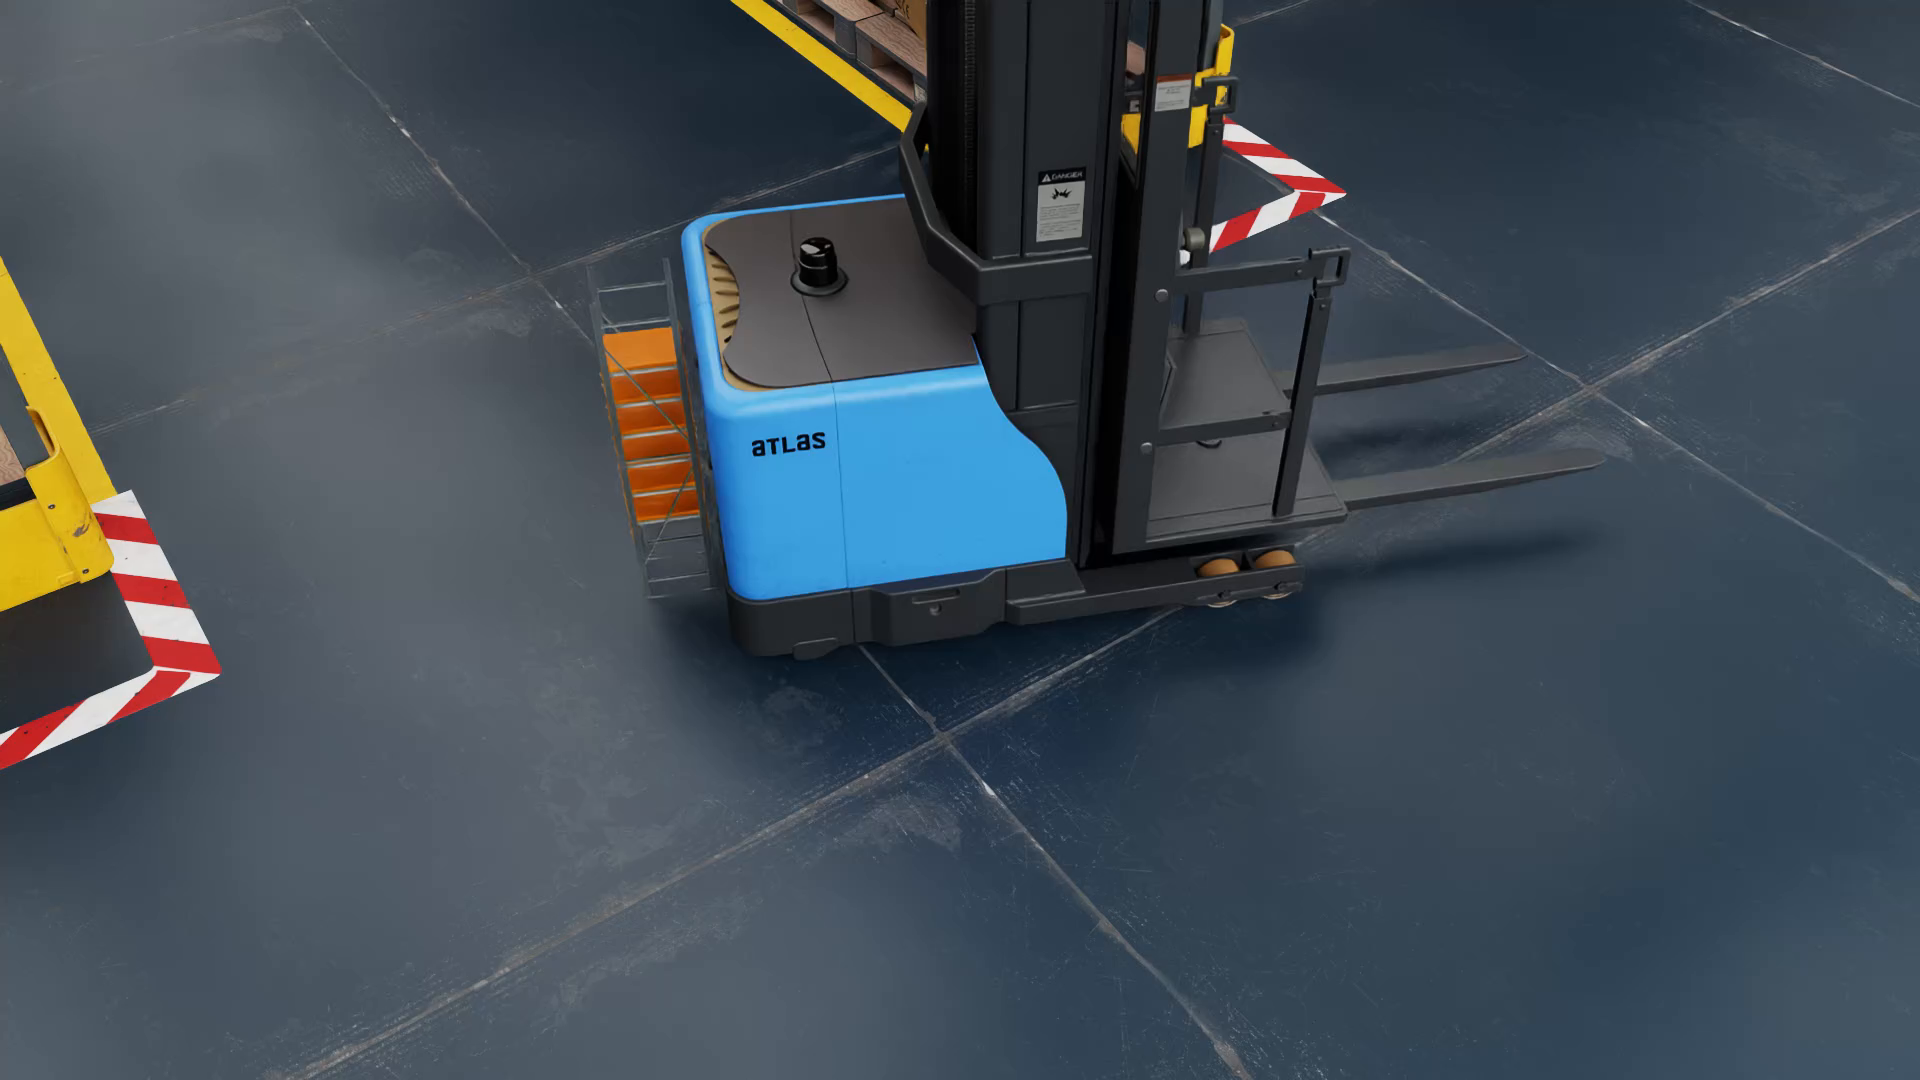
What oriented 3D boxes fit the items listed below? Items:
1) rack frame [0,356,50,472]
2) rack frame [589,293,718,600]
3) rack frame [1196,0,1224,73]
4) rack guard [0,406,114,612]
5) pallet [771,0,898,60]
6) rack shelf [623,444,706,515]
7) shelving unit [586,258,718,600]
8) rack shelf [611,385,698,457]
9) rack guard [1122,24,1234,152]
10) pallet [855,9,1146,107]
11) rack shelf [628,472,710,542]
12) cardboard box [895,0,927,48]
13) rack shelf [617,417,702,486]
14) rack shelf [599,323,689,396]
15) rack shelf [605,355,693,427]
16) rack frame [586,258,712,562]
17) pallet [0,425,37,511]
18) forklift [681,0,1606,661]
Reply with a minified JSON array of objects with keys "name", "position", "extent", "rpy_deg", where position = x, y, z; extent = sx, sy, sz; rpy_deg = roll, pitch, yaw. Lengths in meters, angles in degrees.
[{"name":"rack frame","position":[-3.353,-0.831,4.448],"extent":[1.000,3.000,0.127],"rpy_deg":[-26,49,-24]},{"name":"rack frame","position":[-0.933,-0.252,5.145],"extent":[0.240,1.200,0.006],"rpy_deg":[-8,44,-8]},{"name":"rack frame","position":[0.709,-2.787,6.497],"extent":[1.000,3.000,0.127],"rpy_deg":[-26,49,-24]},{"name":"rack guard","position":[-3.435,0.049,5.337],"extent":[1.175,0.500,0.348],"rpy_deg":[-26,49,-24]},{"name":"pallet","position":[-0.464,-2.986,8.725],"extent":[1.003,0.211,1.213],"rpy_deg":[-26,49,-24]},{"name":"rack shelf","position":[-0.950,-0.195,5.323],"extent":[0.258,0.103,0.180],"rpy_deg":[-8,44,-8]},{"name":"shelving unit","position":[-0.951,-0.314,5.210],"extent":[0.258,1.200,0.189],"rpy_deg":[-8,44,-8]},{"name":"rack shelf","position":[-0.951,-0.369,5.157],"extent":[0.258,0.103,0.180],"rpy_deg":[-8,44,-8]},{"name":"rack guard","position":[0.666,-1.926,7.406],"extent":[1.175,0.500,0.348],"rpy_deg":[-26,49,-24]},{"name":"pallet","position":[0.230,-2.296,8.002],"extent":[1.003,0.211,1.213],"rpy_deg":[-26,49,-24]},{"name":"rack shelf","position":[-0.950,-0.109,5.406],"extent":[0.258,0.103,0.180],"rpy_deg":[-8,44,-8]},{"name":"cardboard box","position":[-0.004,-2.720,7.933],"extent":[0.500,0.500,0.500],"rpy_deg":[-14,45,-14]},{"name":"rack shelf","position":[-0.951,-0.282,5.240],"extent":[0.258,0.103,0.180],"rpy_deg":[-8,44,-8]},{"name":"rack shelf","position":[-0.952,-0.542,4.992],"extent":[0.258,0.103,0.180],"rpy_deg":[-8,44,-8]},{"name":"rack shelf","position":[-0.952,-0.456,5.074],"extent":[0.258,0.103,0.180],"rpy_deg":[-8,44,-8]},{"name":"rack frame","position":[-0.969,-0.376,5.274],"extent":[0.240,1.200,0.006],"rpy_deg":[-8,44,-8]},{"name":"pallet","position":[-3.896,-0.309,5.920],"extent":[1.003,0.211,1.213],"rpy_deg":[-26,49,-24]},{"name":"forklift","position":[0.674,-1.188,4.872],"extent":[3.031,2.935,1.130],"rpy_deg":[-8,44,-8]}]
